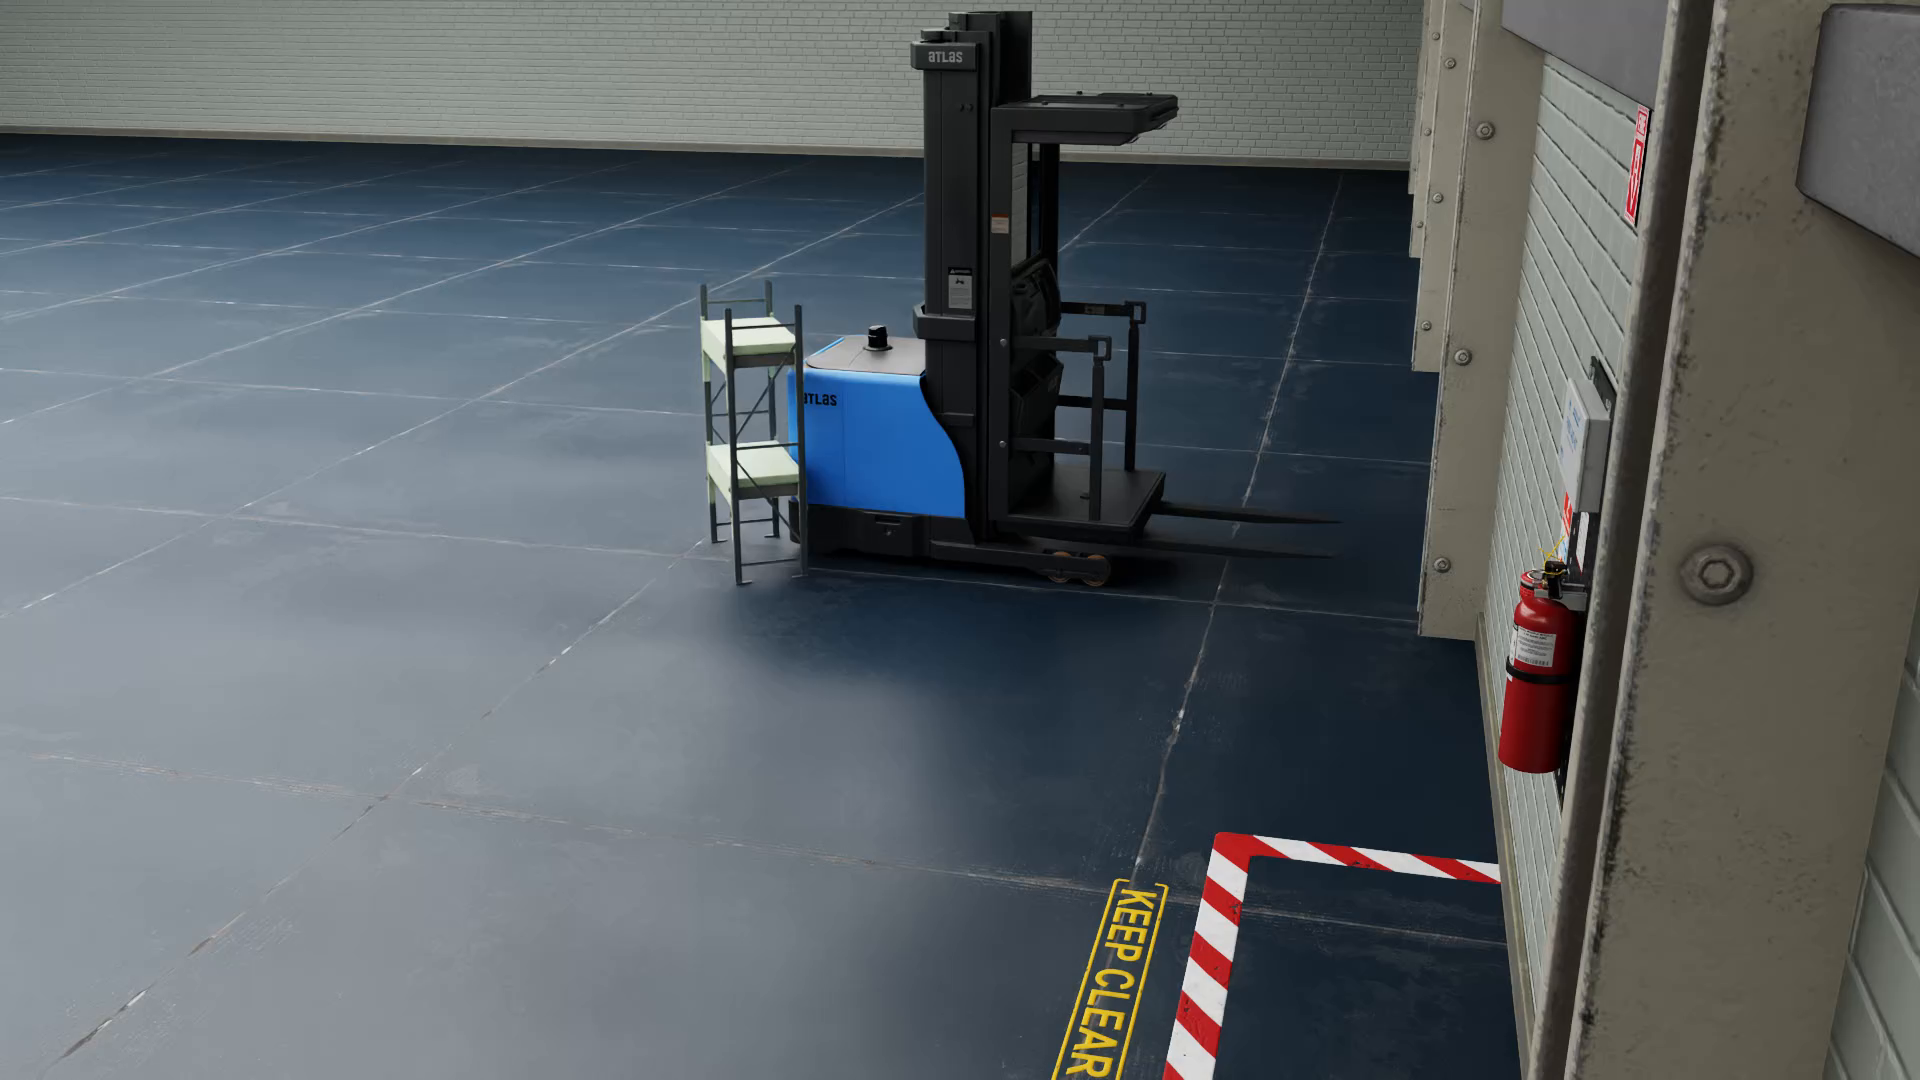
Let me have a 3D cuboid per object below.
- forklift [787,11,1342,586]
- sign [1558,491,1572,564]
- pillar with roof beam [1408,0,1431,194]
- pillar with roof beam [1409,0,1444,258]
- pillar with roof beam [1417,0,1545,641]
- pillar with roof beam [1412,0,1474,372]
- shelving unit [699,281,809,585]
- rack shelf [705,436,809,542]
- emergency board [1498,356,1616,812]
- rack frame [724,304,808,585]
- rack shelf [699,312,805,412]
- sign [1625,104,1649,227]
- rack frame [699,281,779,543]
[{"bbox_3d":[0.603,-1.330,9.046,3.031,2.935,1.130,5,20,15],"label":"forklift"},{"bbox_3d":[1.893,-0.066,5.185,0.001,0.329,0.234,5,19,13],"label":"sign"},{"bbox_3d":[2.706,-9.814,24.497,9.100,9.000,0.400,5,19,13],"label":"pillar with roof beam"},{"bbox_3d":[1.240,-7.933,18.992,9.100,9.000,0.400,5,19,13],"label":"pillar with roof beam"},{"bbox_3d":[-1.692,-4.172,7.980,9.100,9.000,0.400,5,19,13],"label":"pillar with roof beam"},{"bbox_3d":[-0.226,-6.053,13.486,9.100,9.000,0.400,5,19,13],"label":"pillar with roof beam"},{"bbox_3d":[-1.133,-0.605,9.133,0.431,1.500,0.755,-6,20,-17],"label":"shelving unit"},{"bbox_3d":[-1.135,-0.296,9.238,0.431,0.370,0.720,-6,20,-17],"label":"rack shelf"},{"bbox_3d":[1.658,0.116,4.707,0.194,1.169,0.643,5,19,13],"label":"emergency board"},{"bbox_3d":[-1.019,-0.492,8.804,0.400,1.500,0.023,-6,20,-17],"label":"rack frame"},{"bbox_3d":[-1.131,-0.974,9.007,0.431,0.370,0.720,-6,20,-17],"label":"rack shelf"},{"bbox_3d":[1.756,-0.976,4.317,0.001,0.298,0.199,5,19,13],"label":"sign"},{"bbox_3d":[-1.248,-0.717,9.462,0.400,1.500,0.023,-6,20,-17],"label":"rack frame"}]
